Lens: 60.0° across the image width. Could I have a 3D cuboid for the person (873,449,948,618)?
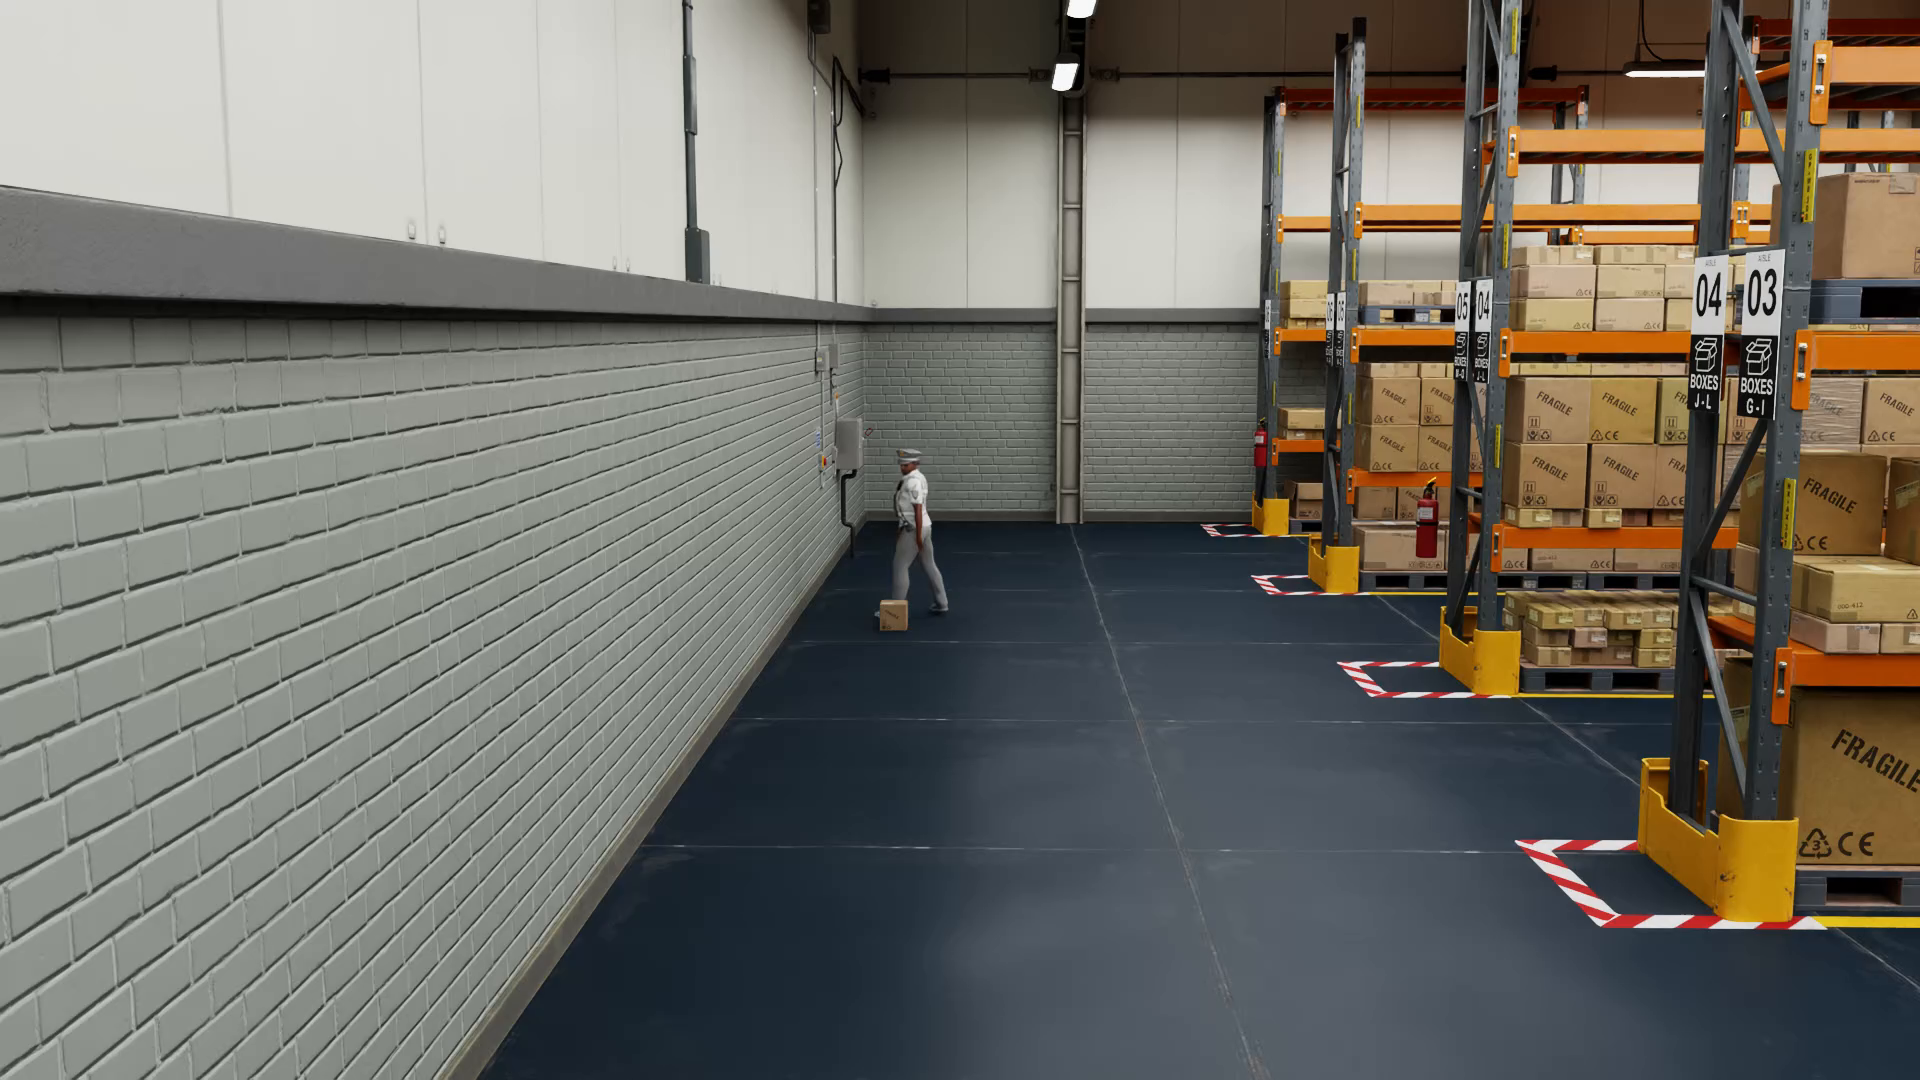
[{"bbox_3d":[-0.465,-0.078,16.311,0.677,1.641,0.613,1,7,10],"label":"person"}]
